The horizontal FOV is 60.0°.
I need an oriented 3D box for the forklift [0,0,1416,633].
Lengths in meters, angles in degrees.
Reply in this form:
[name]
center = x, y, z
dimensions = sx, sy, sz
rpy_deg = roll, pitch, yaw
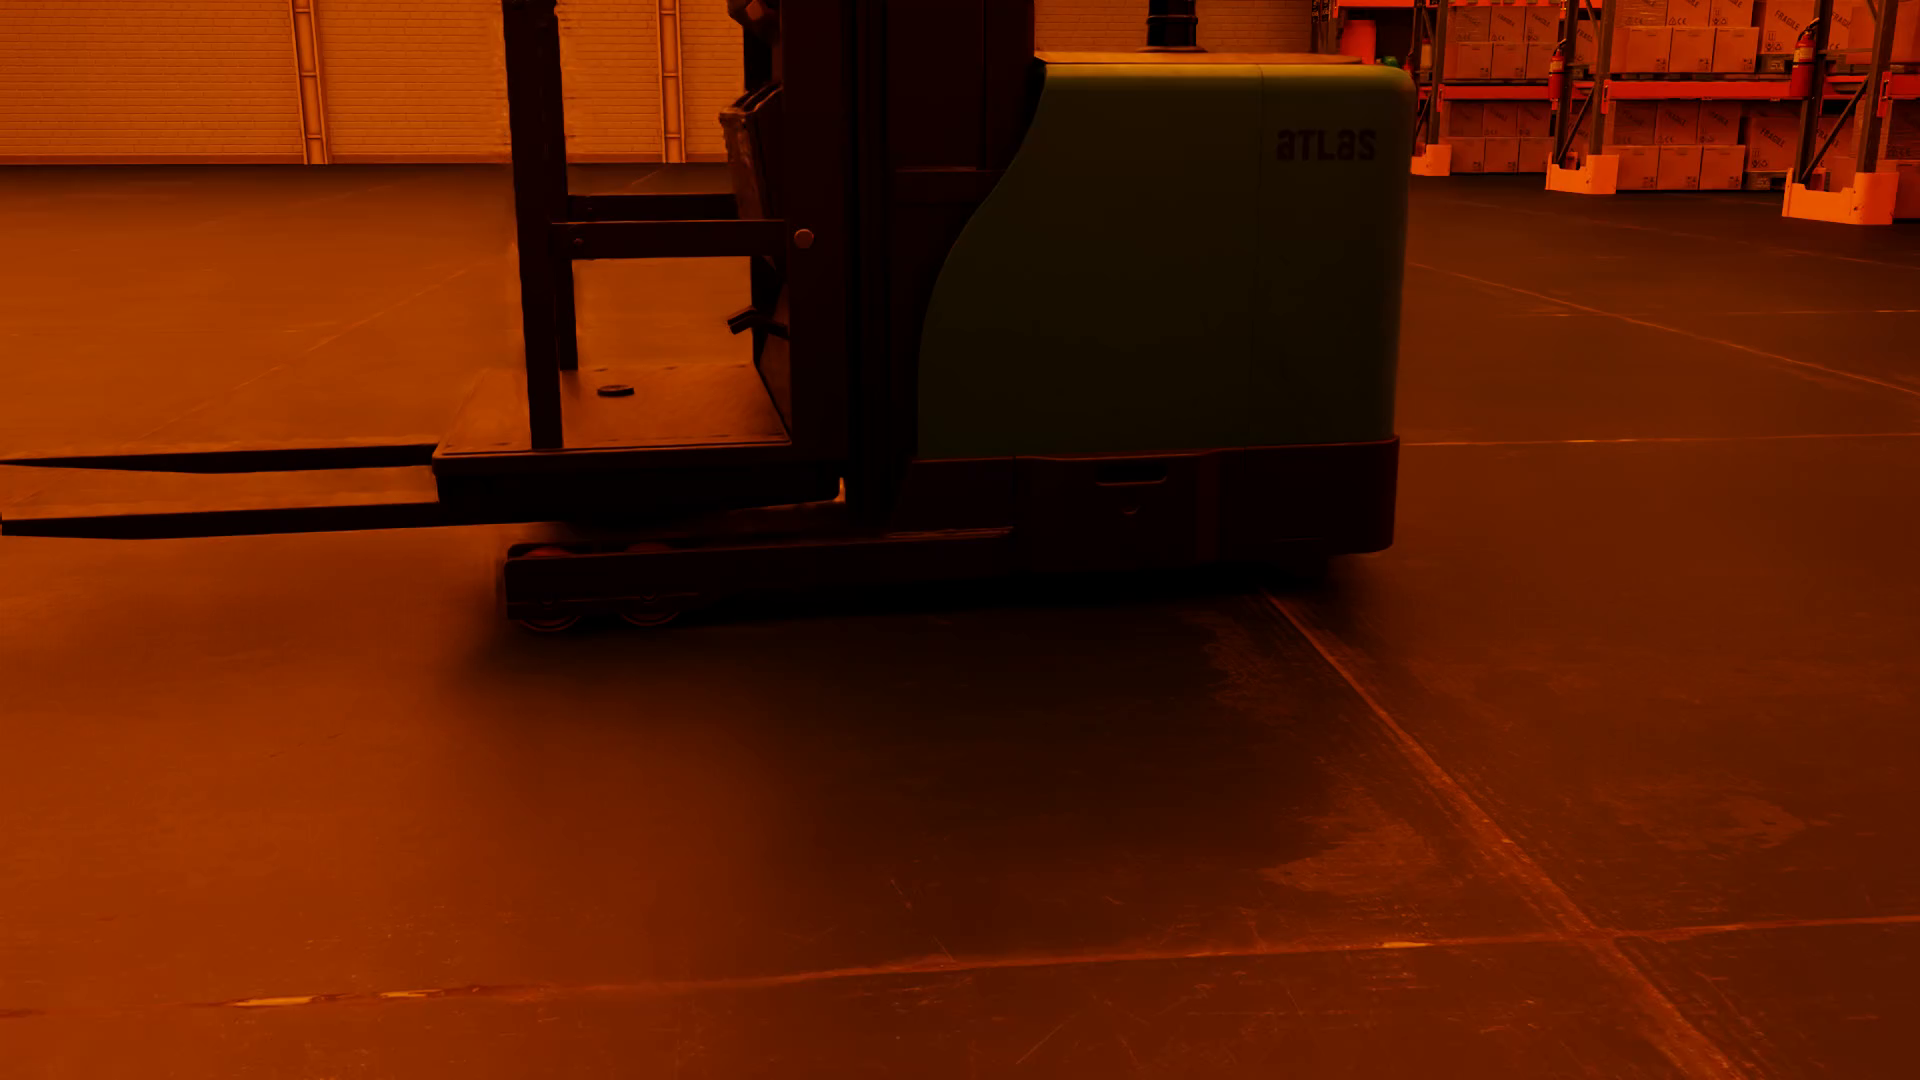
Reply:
[forklift]
center = -0.625, -1.382, 3.429
dimensions = 3.031, 2.935, 1.130
rpy_deg = -3, 15, -11
